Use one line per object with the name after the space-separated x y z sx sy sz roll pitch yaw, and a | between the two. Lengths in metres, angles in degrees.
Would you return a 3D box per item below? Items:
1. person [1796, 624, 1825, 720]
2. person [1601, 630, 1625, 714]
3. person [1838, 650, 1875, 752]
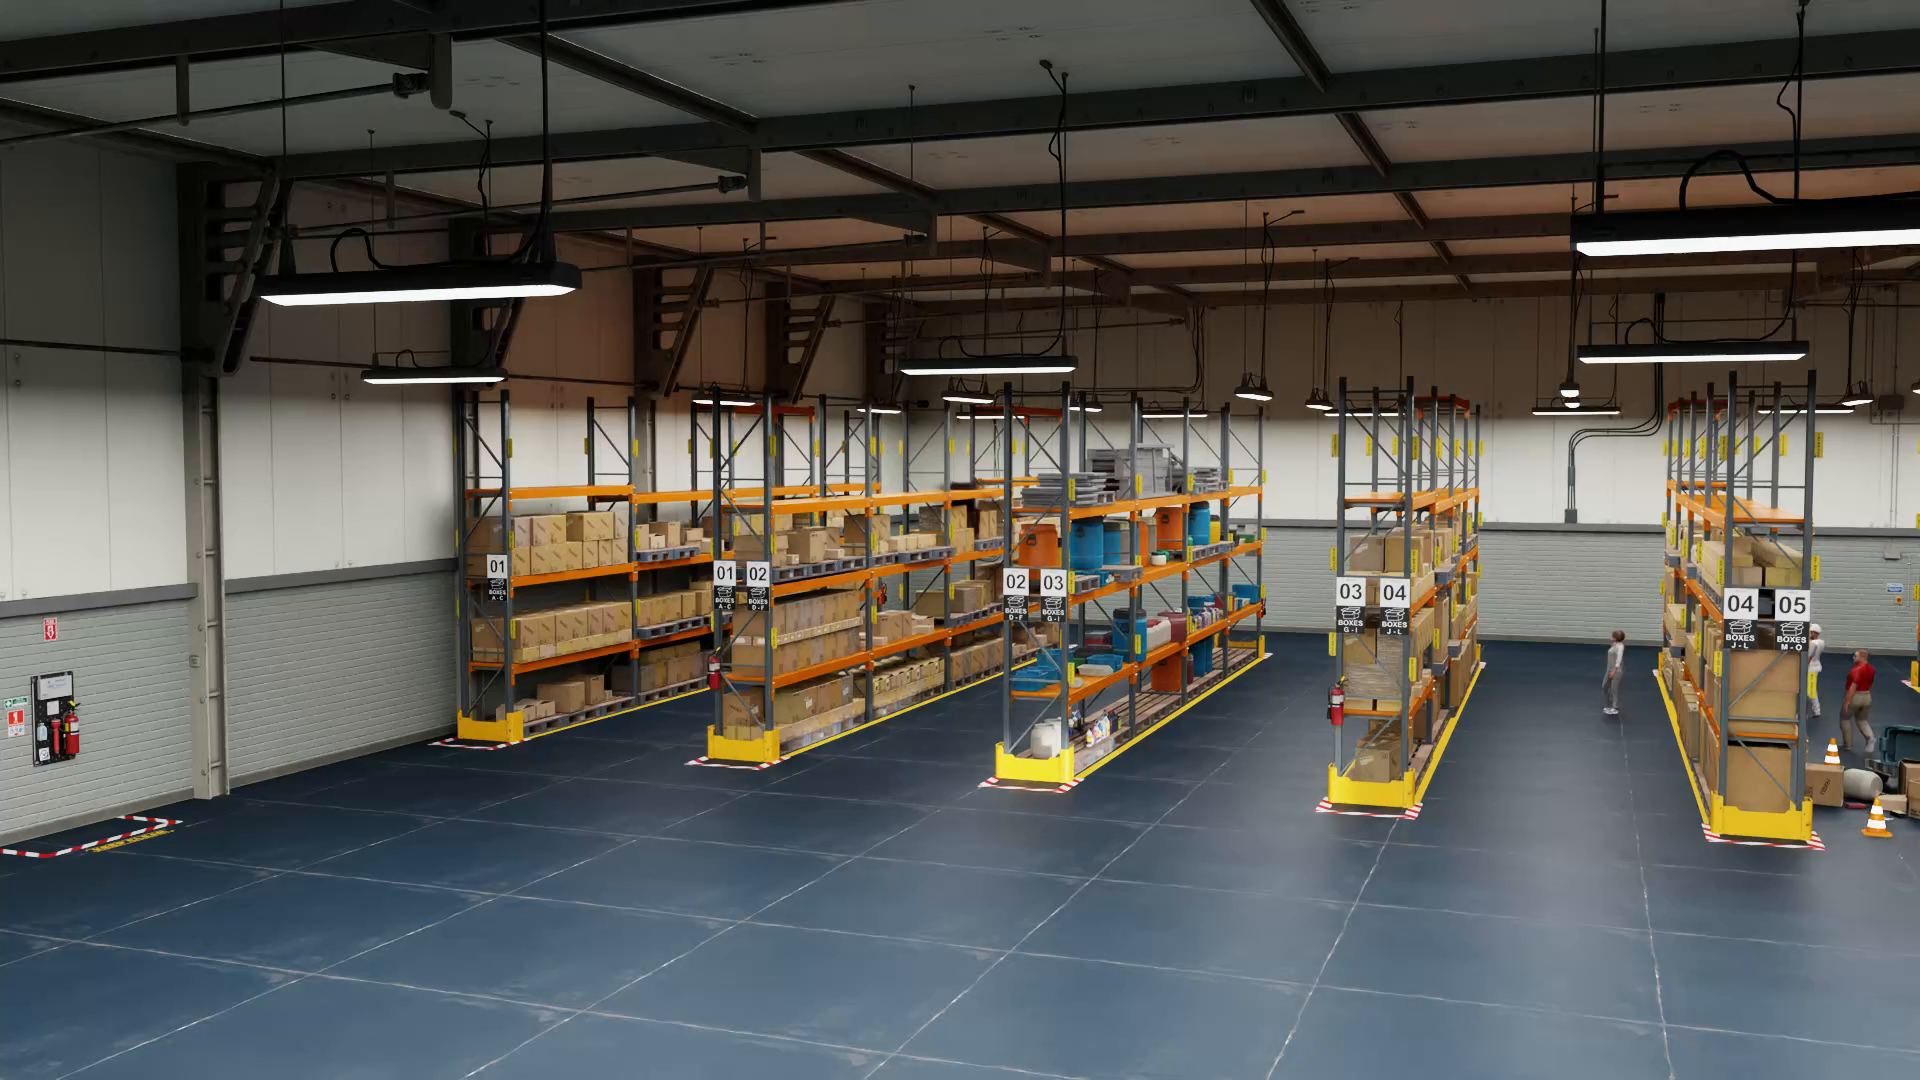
15.581 2.427 30.552 0.609 1.792 0.527 -2 4 -28 | person
12.328 2.503 31.363 0.410 1.625 0.486 -1 3 -13 | person
14.827 2.661 27.521 0.567 1.705 0.650 0 3 -9 | person
